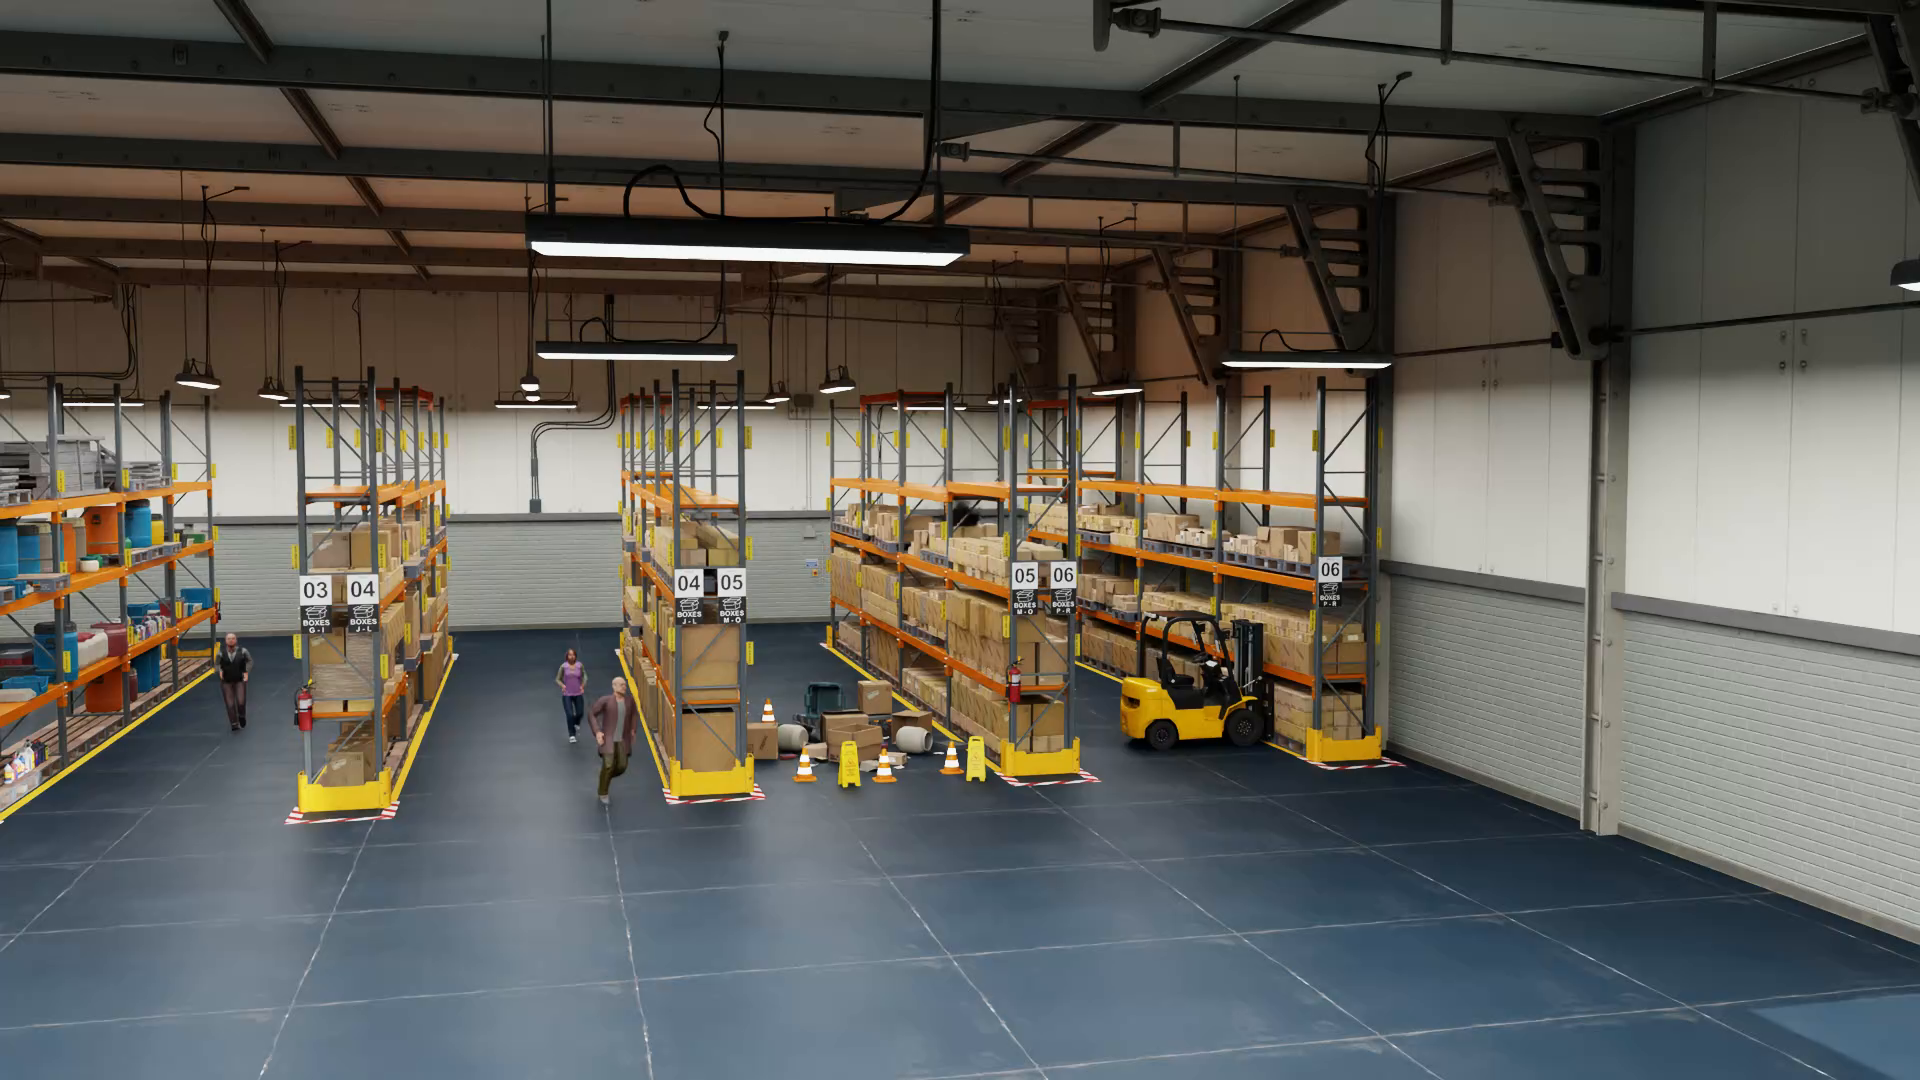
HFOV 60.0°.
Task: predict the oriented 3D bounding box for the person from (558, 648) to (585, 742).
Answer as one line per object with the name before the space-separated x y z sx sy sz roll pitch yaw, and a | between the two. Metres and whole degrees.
person | -6.447 2.577 27.618 0.494 1.550 0.559 -1 4 -19

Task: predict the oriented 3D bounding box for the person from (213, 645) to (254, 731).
person | -12.510 2.543 28.646 0.635 1.479 0.376 -1 4 -20

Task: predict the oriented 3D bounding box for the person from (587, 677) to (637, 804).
person | -4.828 2.781 23.224 0.759 1.736 0.597 -2 4 -34
